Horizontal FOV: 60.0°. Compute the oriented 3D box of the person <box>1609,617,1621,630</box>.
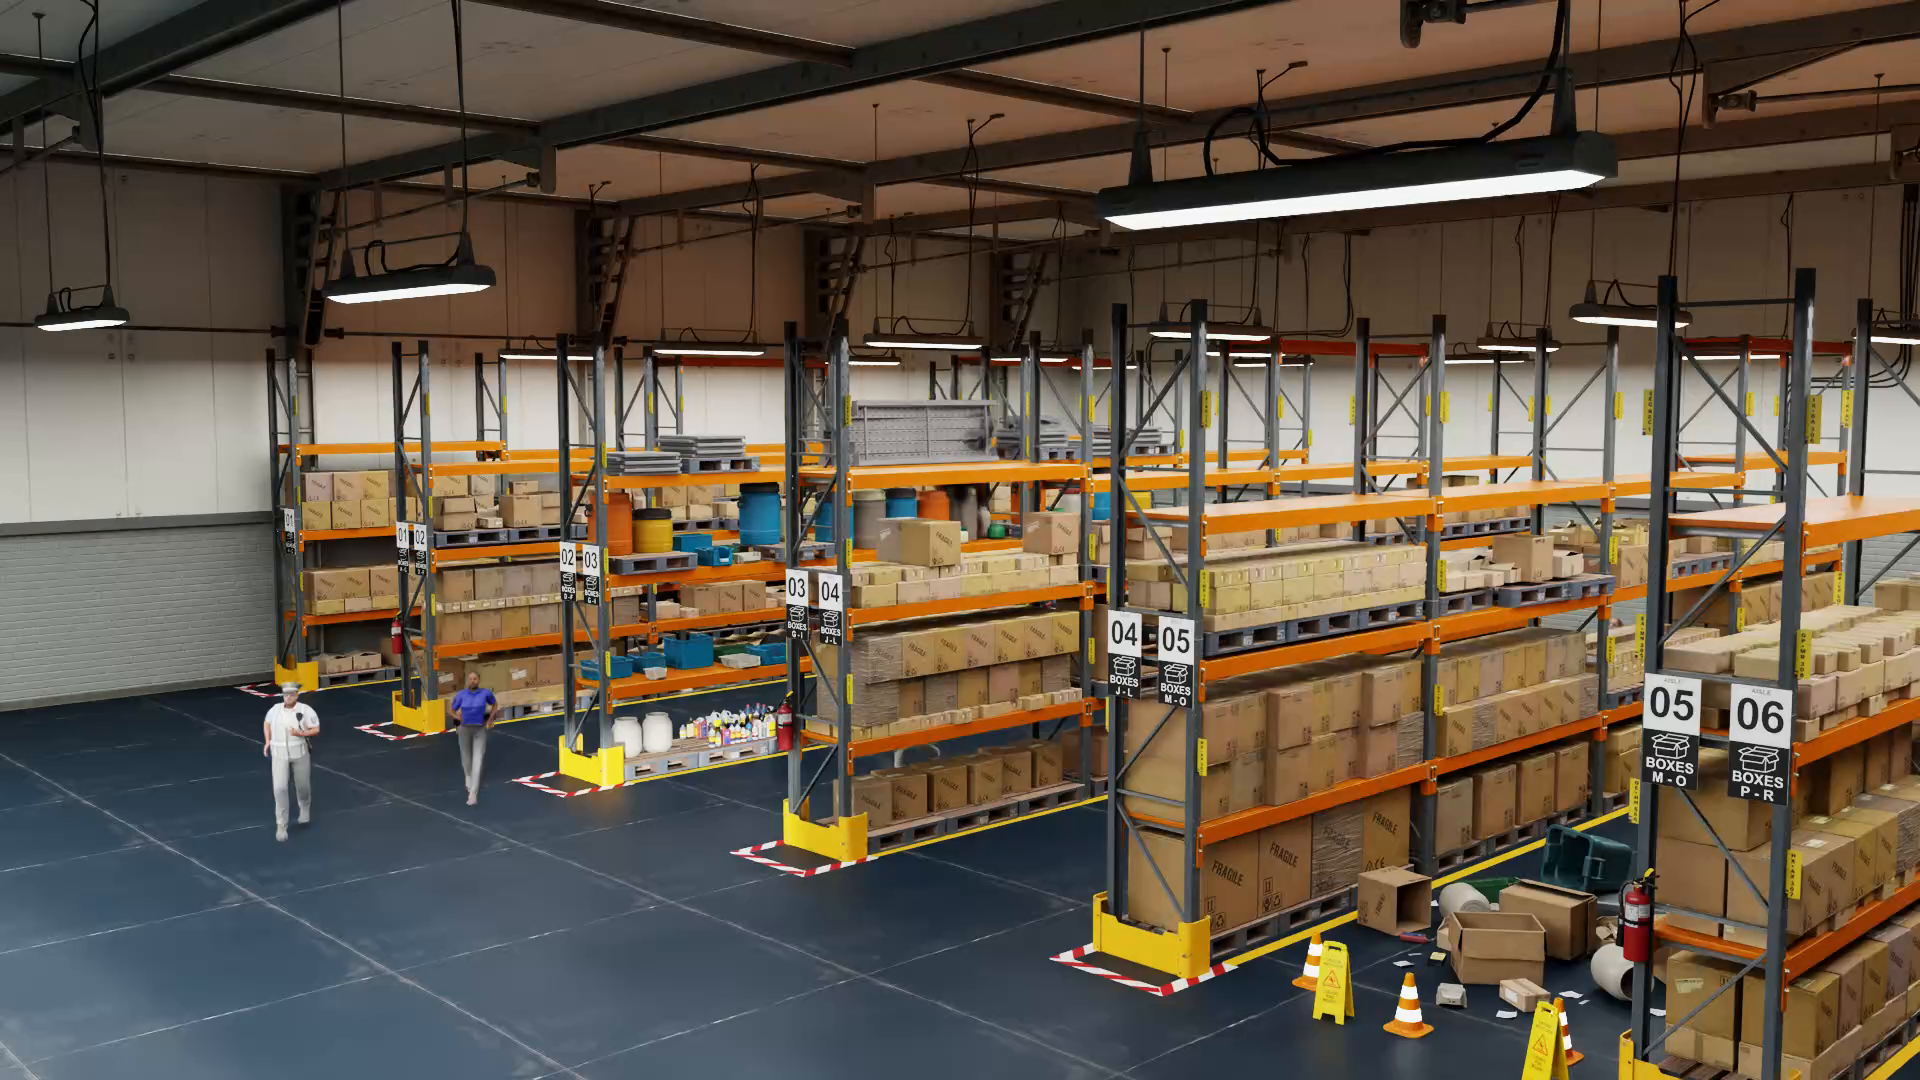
[{"bbox_3d":[10.190,2.086,25.752,0.783,1.796,0.648,-4,7,-41],"label":"person"}]

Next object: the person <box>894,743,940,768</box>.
[{"bbox_3d":[-0.642,2.382,22.478,0.574,1.645,0.929,4,6,38],"label":"person"}]

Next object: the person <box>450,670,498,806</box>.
[{"bbox_3d":[-6.241,2.497,21.359,0.589,1.679,0.910,-1,5,-12],"label":"person"}]

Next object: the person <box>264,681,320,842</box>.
[{"bbox_3d":[-7.915,2.569,19.703,0.648,1.826,0.882,-1,5,-15],"label":"person"}]
